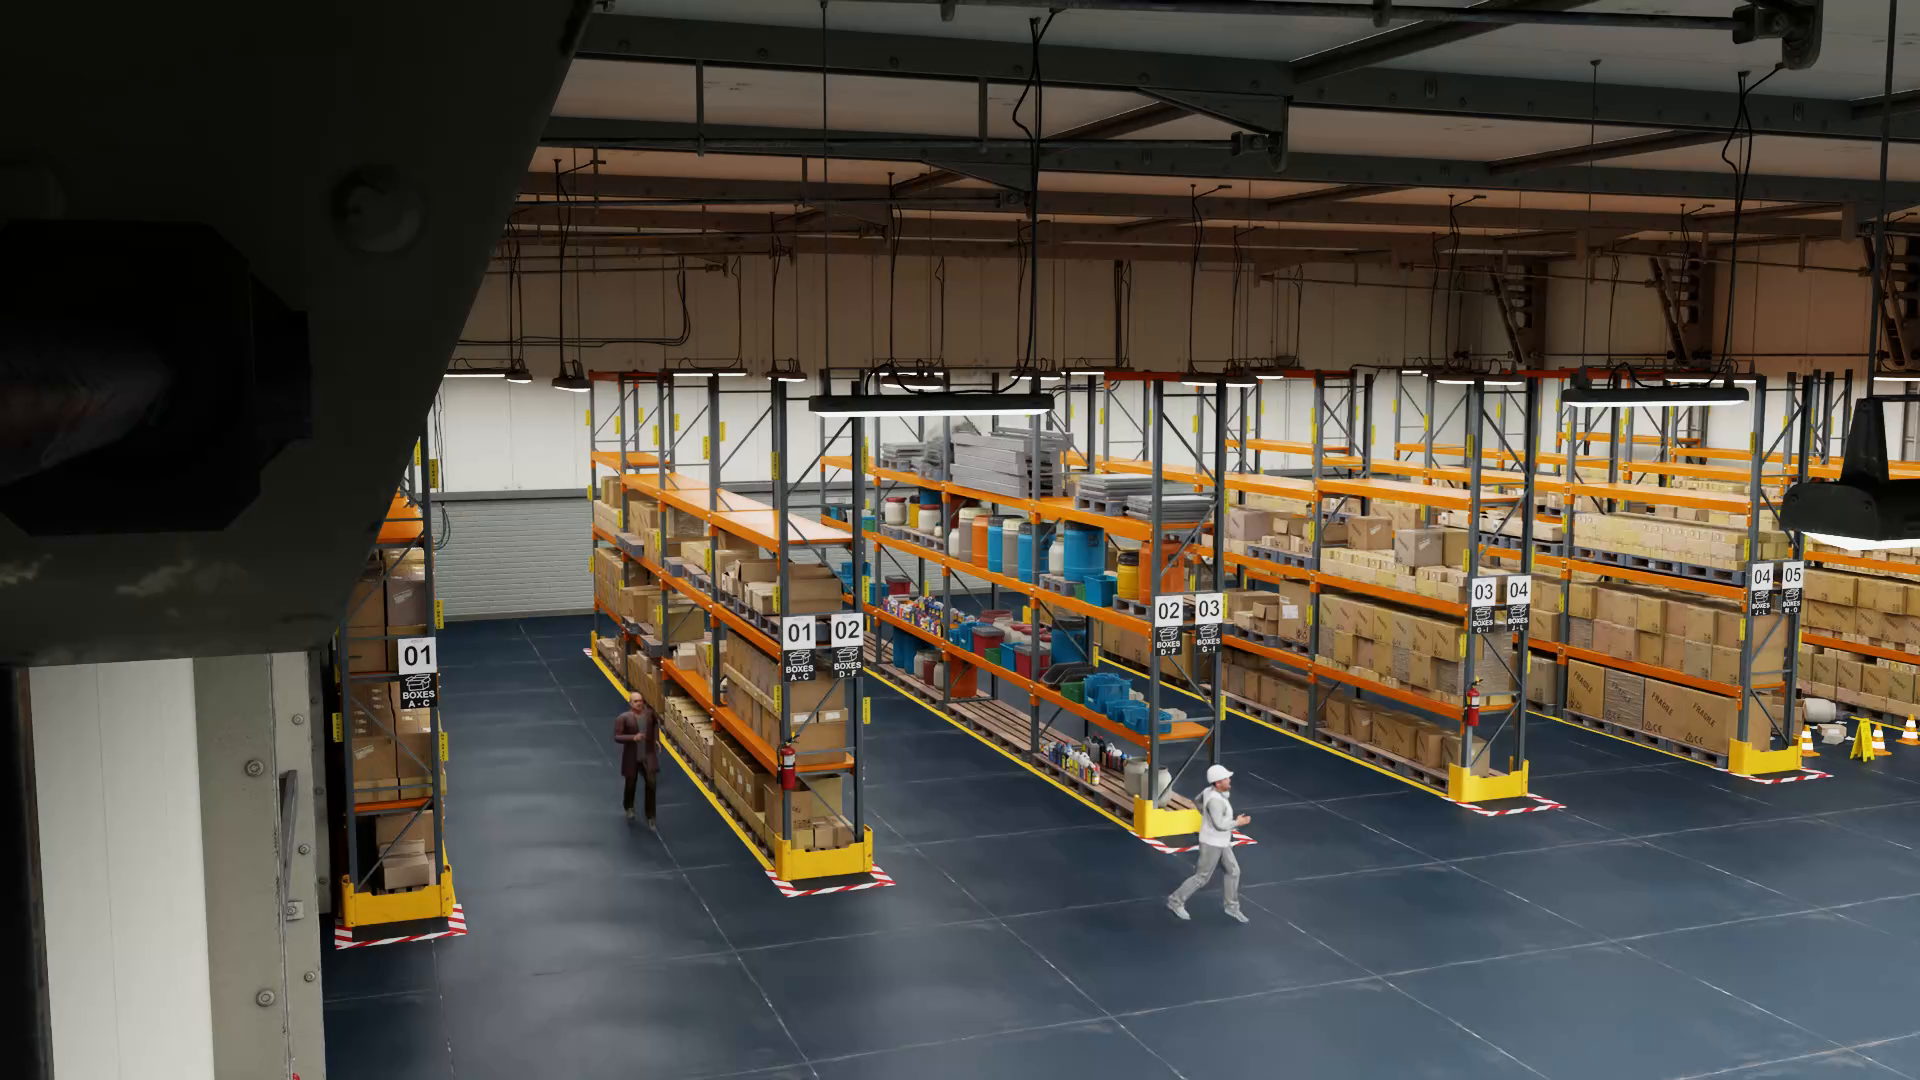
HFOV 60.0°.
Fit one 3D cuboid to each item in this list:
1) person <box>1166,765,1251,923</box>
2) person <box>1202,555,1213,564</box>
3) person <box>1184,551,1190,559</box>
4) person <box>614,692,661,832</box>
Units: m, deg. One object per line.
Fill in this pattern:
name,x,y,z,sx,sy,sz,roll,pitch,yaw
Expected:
person,2.775,3.388,18.530,0.912,1.819,0.663,1,6,11
person,6.067,0.901,41.248,0.854,1.700,0.668,-4,8,-34
person,5.430,0.977,41.045,0.743,1.591,0.732,-1,7,-13
person,-4.329,2.954,22.355,0.677,1.846,0.865,-3,7,-25
